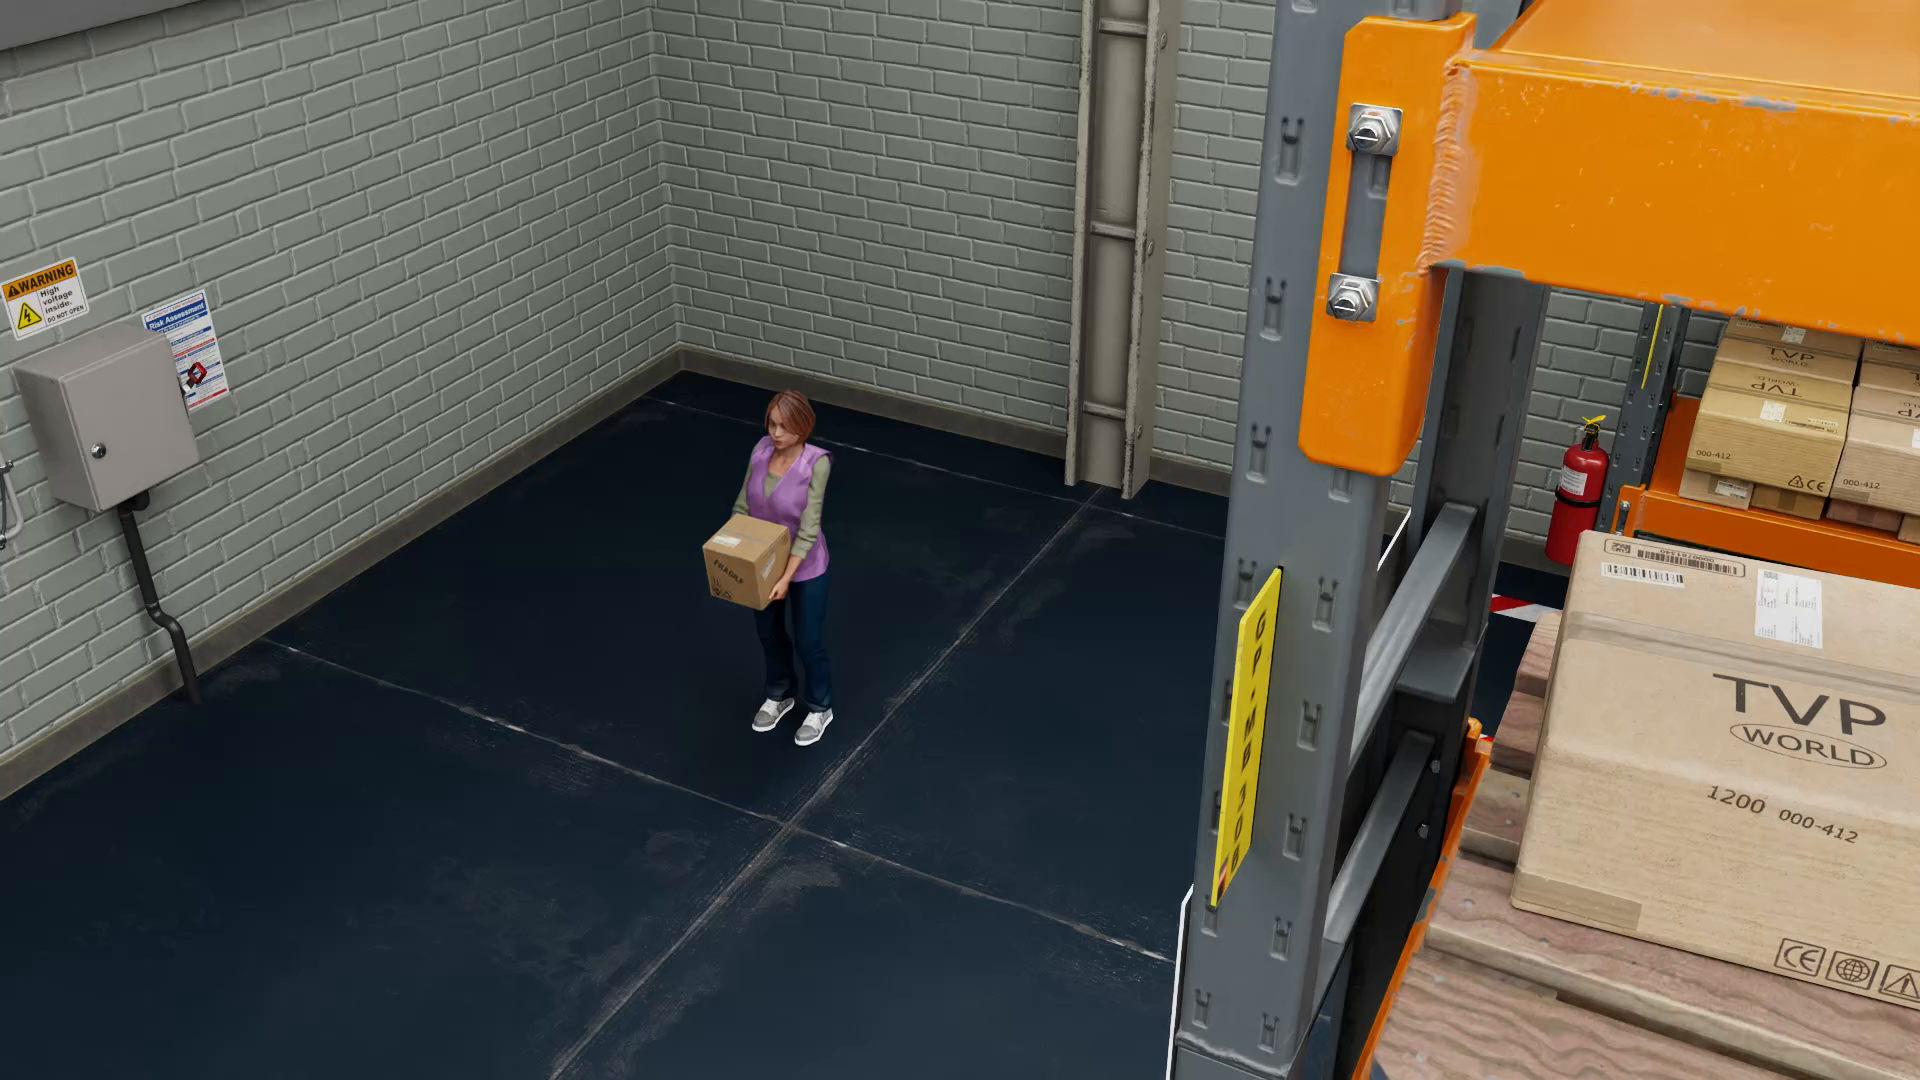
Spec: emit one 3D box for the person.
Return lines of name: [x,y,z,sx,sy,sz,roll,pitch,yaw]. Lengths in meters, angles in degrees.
person: [-0.757,0.155,6.883,0.404,1.594,0.494,15,34,24]
